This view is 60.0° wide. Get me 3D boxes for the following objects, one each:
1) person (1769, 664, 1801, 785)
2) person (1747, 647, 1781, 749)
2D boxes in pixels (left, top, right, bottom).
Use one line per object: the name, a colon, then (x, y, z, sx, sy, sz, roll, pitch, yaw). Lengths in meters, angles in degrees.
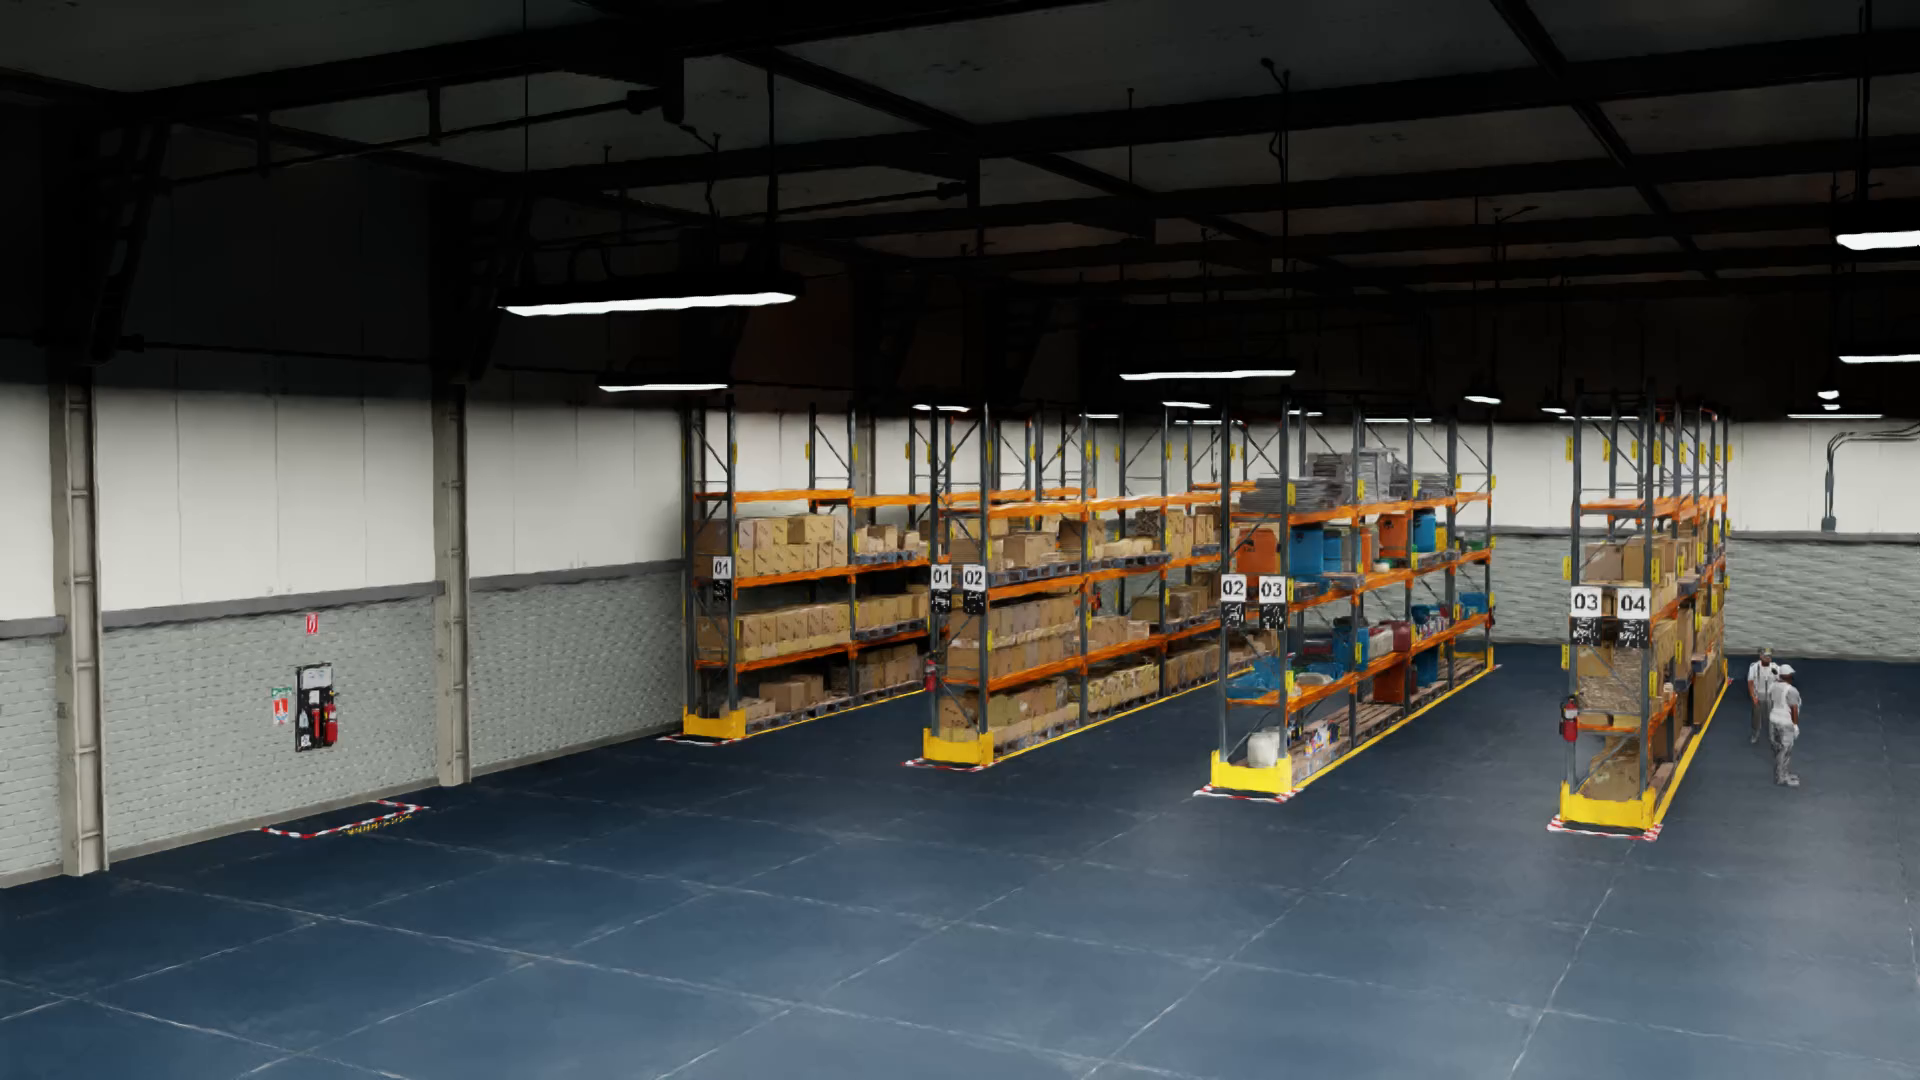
person: (12.516, 2.769, 25.147, 0.457, 1.783, 0.618, 0, 3, -4)
person: (13.618, 2.649, 28.165, 0.536, 1.707, 1.036, 1, 3, 20)
